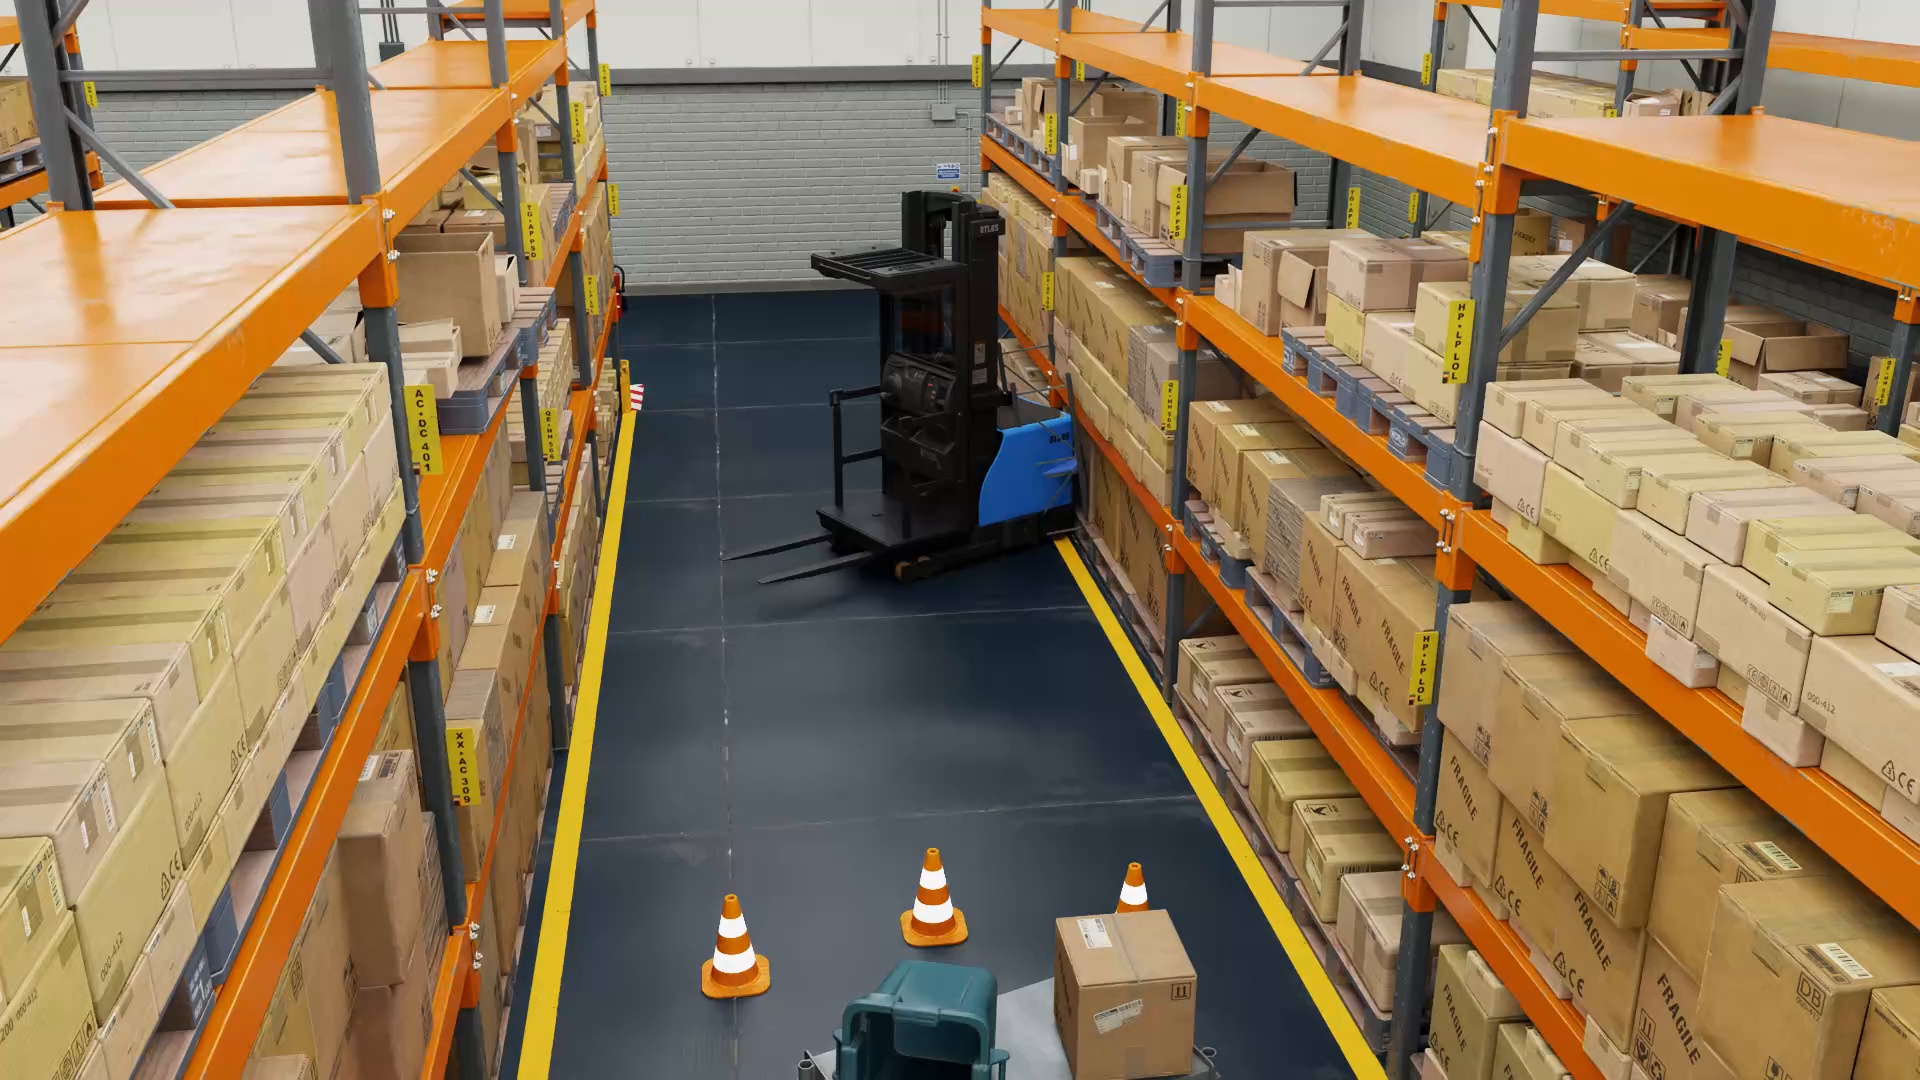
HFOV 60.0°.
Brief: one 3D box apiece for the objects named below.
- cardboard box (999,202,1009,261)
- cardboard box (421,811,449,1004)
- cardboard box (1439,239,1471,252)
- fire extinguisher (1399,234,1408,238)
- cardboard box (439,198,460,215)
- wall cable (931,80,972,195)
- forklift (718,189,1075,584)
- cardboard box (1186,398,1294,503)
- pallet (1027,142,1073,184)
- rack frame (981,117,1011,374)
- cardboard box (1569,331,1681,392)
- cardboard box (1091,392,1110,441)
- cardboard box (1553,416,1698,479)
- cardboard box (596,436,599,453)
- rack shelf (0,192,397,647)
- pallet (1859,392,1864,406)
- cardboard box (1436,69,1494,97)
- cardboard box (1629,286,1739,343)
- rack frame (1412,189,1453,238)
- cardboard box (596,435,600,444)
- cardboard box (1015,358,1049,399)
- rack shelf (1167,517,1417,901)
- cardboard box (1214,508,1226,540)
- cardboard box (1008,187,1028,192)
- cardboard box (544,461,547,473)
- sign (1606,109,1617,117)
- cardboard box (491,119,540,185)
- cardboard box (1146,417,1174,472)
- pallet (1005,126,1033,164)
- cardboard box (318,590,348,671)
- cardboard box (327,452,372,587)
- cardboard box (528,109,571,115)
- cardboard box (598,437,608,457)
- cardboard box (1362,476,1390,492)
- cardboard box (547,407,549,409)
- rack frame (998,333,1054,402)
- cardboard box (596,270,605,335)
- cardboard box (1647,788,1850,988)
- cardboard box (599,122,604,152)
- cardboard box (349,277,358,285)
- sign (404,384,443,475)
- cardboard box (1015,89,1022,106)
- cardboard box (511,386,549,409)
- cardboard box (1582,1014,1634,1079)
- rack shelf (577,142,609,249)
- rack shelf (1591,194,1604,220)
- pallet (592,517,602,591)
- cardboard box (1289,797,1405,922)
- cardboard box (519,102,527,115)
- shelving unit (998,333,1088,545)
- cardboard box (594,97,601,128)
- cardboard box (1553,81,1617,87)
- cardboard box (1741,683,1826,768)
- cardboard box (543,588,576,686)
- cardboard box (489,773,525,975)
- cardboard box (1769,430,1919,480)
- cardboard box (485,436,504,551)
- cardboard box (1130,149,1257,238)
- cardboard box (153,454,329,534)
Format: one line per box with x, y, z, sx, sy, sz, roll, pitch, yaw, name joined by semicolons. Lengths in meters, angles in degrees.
0.679;-3.089;16.627;0.500;0.500;0.500;-3;21;-8;cardboard box
-2.361;1.386;6.005;0.875;0.550;0.550;-3;21;-8;cardboard box
5.511;-3.086;17.981;0.500;0.250;0.500;-3;21;-7;cardboard box
5.161;-3.179;19.084;0.296;0.674;0.183;-3;21;-8;fire extinguisher
-3.421;-1.865;10.494;0.500;0.500;0.500;-3;21;-8;cardboard box
-0.108;-5.552;23.298;0.585;1.953;0.123;-3;21;-8;wall cable
-0.506;-1.242;13.352;3.031;2.935;1.130;-15;25;-34;forklift
1.717;-0.556;10.250;0.500;0.500;0.500;-4;21;-9;cardboard box
1.197;-3.373;14.800;1.003;0.211;1.213;-3;21;-8;pallet
0.728;-3.111;18.257;1.000;3.000;0.127;-3;21;-8;rack frame
2.771;-0.710;7.157;0.500;0.250;0.500;-3;21;-9;cardboard box
1.304;-0.959;12.711;0.500;0.250;0.500;-3;21;-9;cardboard box
2.276;-0.311;5.694;0.380;0.149;0.250;-4;21;-10;cardboard box
-3.405;-0.809;14.719;0.380;0.149;0.250;-2;21;-5;cardboard box
-2.137;-0.265;3.663;1.077;0.370;4.000;-3;21;-8;rack shelf
6.508;-1.176;13.351;1.003;0.211;1.213;-3;21;-8;pallet
5.455;-4.904;17.848;0.500;0.250;0.500;-3;21;-8;cardboard box
6.139;-1.863;14.173;0.700;0.500;0.500;-3;21;-7;cardboard box
5.639;-3.362;18.931;1.000;3.000;0.127;-3;21;-8;rack frame
-3.563;-0.939;15.492;0.380;0.149;0.250;-2;21;-5;cardboard box
1.063;-1.567;17.187;0.875;0.438;0.875;-2;21;-6;cardboard box
2.170;0.689;9.113;1.077;0.370;4.000;-3;21;-8;rack shelf
1.746;-0.101;9.959;0.380;0.149;0.250;-4;21;-11;cardboard box
0.683;-3.431;16.617;0.380;0.149;0.250;-3;21;-7;cardboard box
-2.945;-0.487;10.991;0.380;0.149;0.250;-2;21;-5;cardboard box
5.680;-3.595;14.527;0.100;0.325;0.005;-3;21;-8;sign
-3.633;-2.953;12.805;0.700;0.500;0.500;-3;21;-8;cardboard box
1.560;-0.660;11.195;0.500;0.250;0.500;-3;21;-8;cardboard box
1.025;-3.795;15.928;1.003;0.211;1.213;-3;21;-8;pallet
-1.910;0.259;4.563;0.380;0.149;0.250;-3;21;-7;cardboard box
-2.028;-0.056;4.839;0.500;0.250;0.500;-3;21;-8;cardboard box
-3.472;-3.582;14.163;0.380;0.149;0.250;-4;21;-9;cardboard box
-3.541;-0.892;15.791;0.380;0.149;0.250;-3;21;-9;cardboard box
2.459;-0.038;8.863;0.500;0.500;0.500;-4;21;-10;cardboard box
-3.028;-0.812;11.436;0.380;0.149;0.250;-3;21;-8;cardboard box
0.669;-1.081;14.720;0.500;1.500;0.032;-10;26;-1;rack frame
-3.516;-2.159;15.140;0.500;0.500;0.500;-3;21;-9;cardboard box
2.570;1.082;5.035;0.700;0.500;0.500;-3;21;-8;cardboard box
-3.828;-4.017;16.611;0.500;0.250;0.500;-3;21;-9;cardboard box
-3.043;-1.199;8.325;0.500;0.250;0.500;-2;21;-6;cardboard box
-1.877;-0.384;5.818;0.100;0.325;0.005;-3;21;-8;sign
0.882;-4.538;17.263;0.500;0.250;0.500;-5;21;-13;cardboard box
-3.028;-0.947;11.373;0.380;0.149;0.250;-2;21;-5;cardboard box
2.361;1.731;5.655;0.380;0.149;0.250;-3;21;-7;cardboard box
-3.867;-3.202;15.242;1.077;0.370;4.000;-3;21;-8;rack shelf
5.928;-3.738;16.678;1.077;0.370;4.000;-3;21;-8;rack shelf
-3.465;0.135;13.554;1.003;0.211;1.213;-3;21;-8;pallet
2.273;1.648;8.671;0.950;0.372;0.625;-2;21;-4;cardboard box
-4.140;-3.919;15.065;0.380;0.149;0.250;-2;21;-6;cardboard box
0.716;-0.864;14.263;0.538;1.500;1.048;-10;26;-1;shelving unit
-3.837;-4.248;16.517;0.500;0.250;0.500;-4;21;-9;cardboard box
6.184;-4.398;16.493;0.500;0.250;0.500;-3;21;-8;cardboard box
2.441;0.503;4.655;0.380;0.149;0.250;-3;21;-8;cardboard box
-2.852;0.660;11.133;0.500;0.500;0.500;-4;21;-10;cardboard box
-2.740;1.641;8.149;1.050;0.750;0.750;-3;21;-8;cardboard box
2.949;-0.254;5.542;0.380;0.149;0.250;-2;21;-6;cardboard box
-2.873;-0.240;9.001;0.700;0.500;0.500;-3;21;-9;cardboard box
1.551;-2.323;11.118;0.700;0.500;0.500;-4;21;-10;cardboard box
-1.911;-0.114;4.425;0.380;0.149;0.250;-3;21;-8;cardboard box
